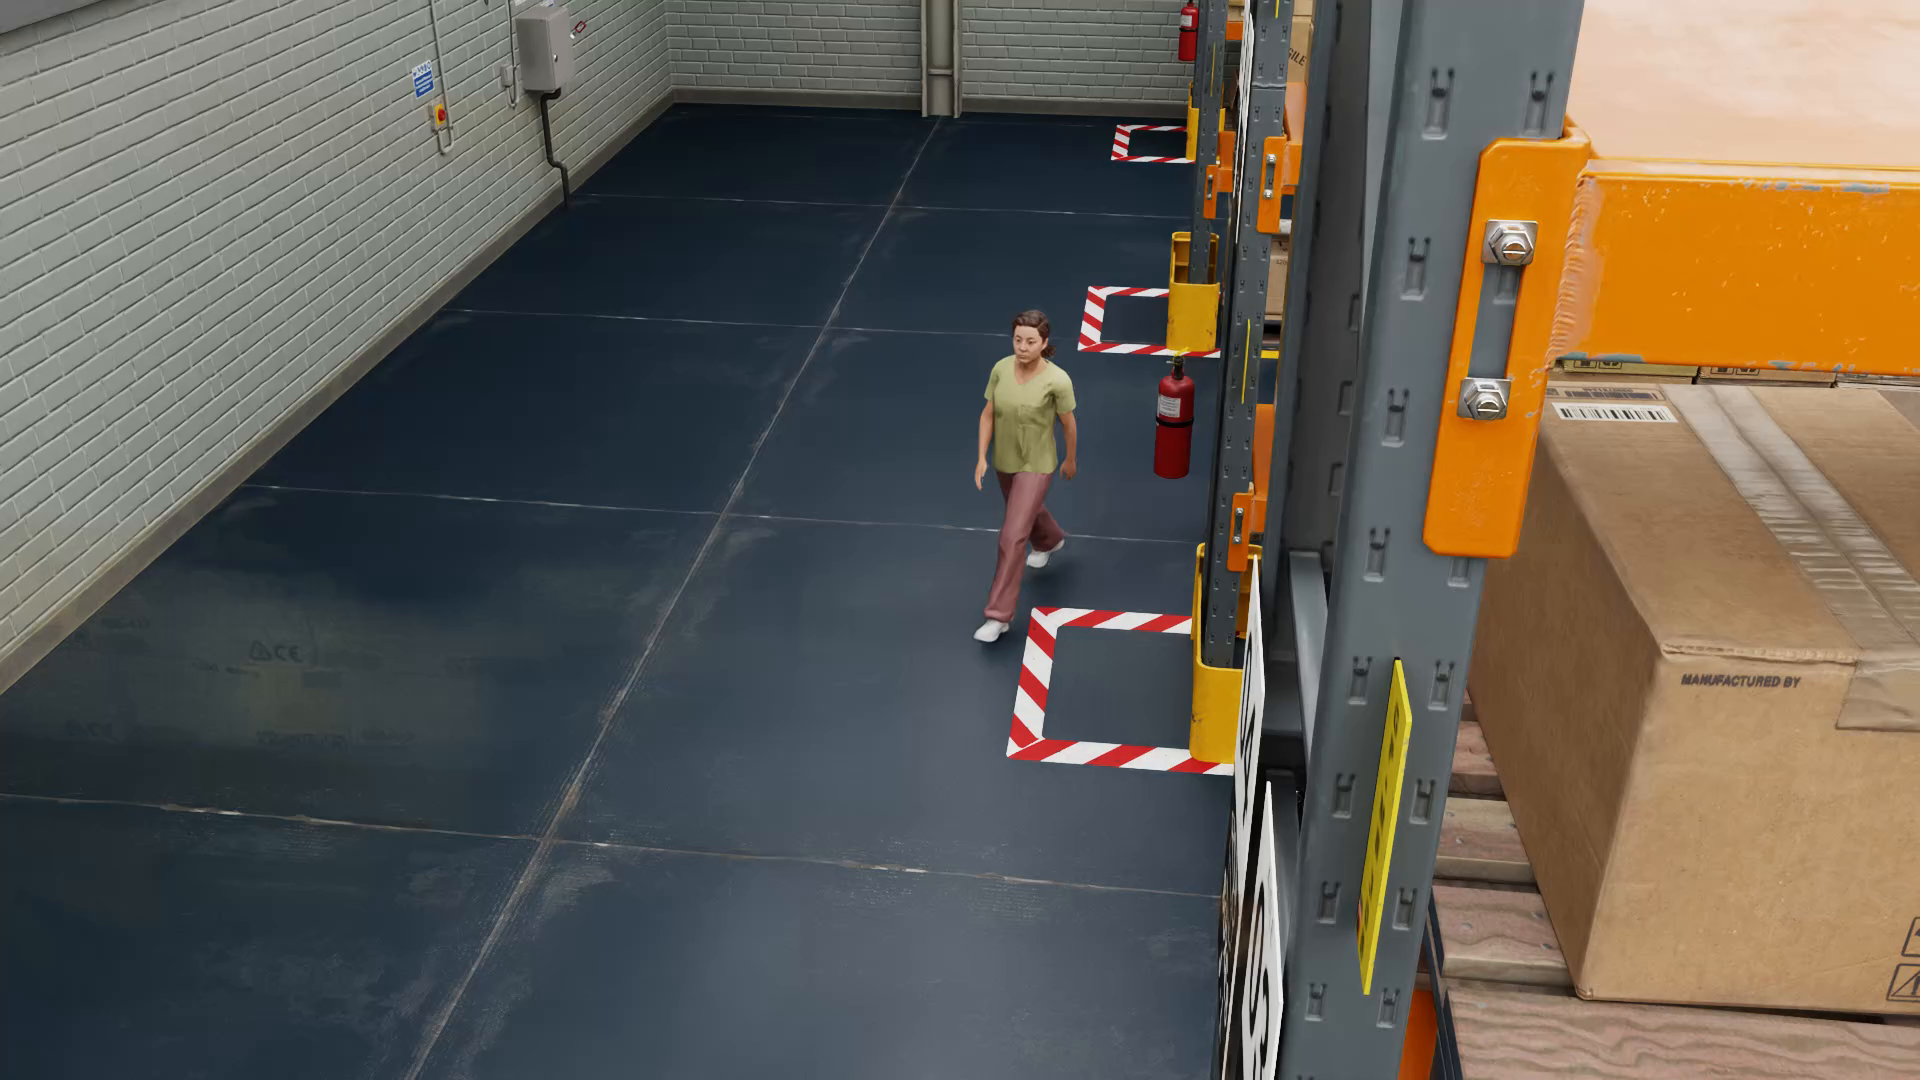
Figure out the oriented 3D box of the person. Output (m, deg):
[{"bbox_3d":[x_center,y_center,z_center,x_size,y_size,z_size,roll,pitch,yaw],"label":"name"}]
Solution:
[{"bbox_3d":[0.320,-0.386,8.348,0.443,1.616,1.064,19,34,30],"label":"person"}]
